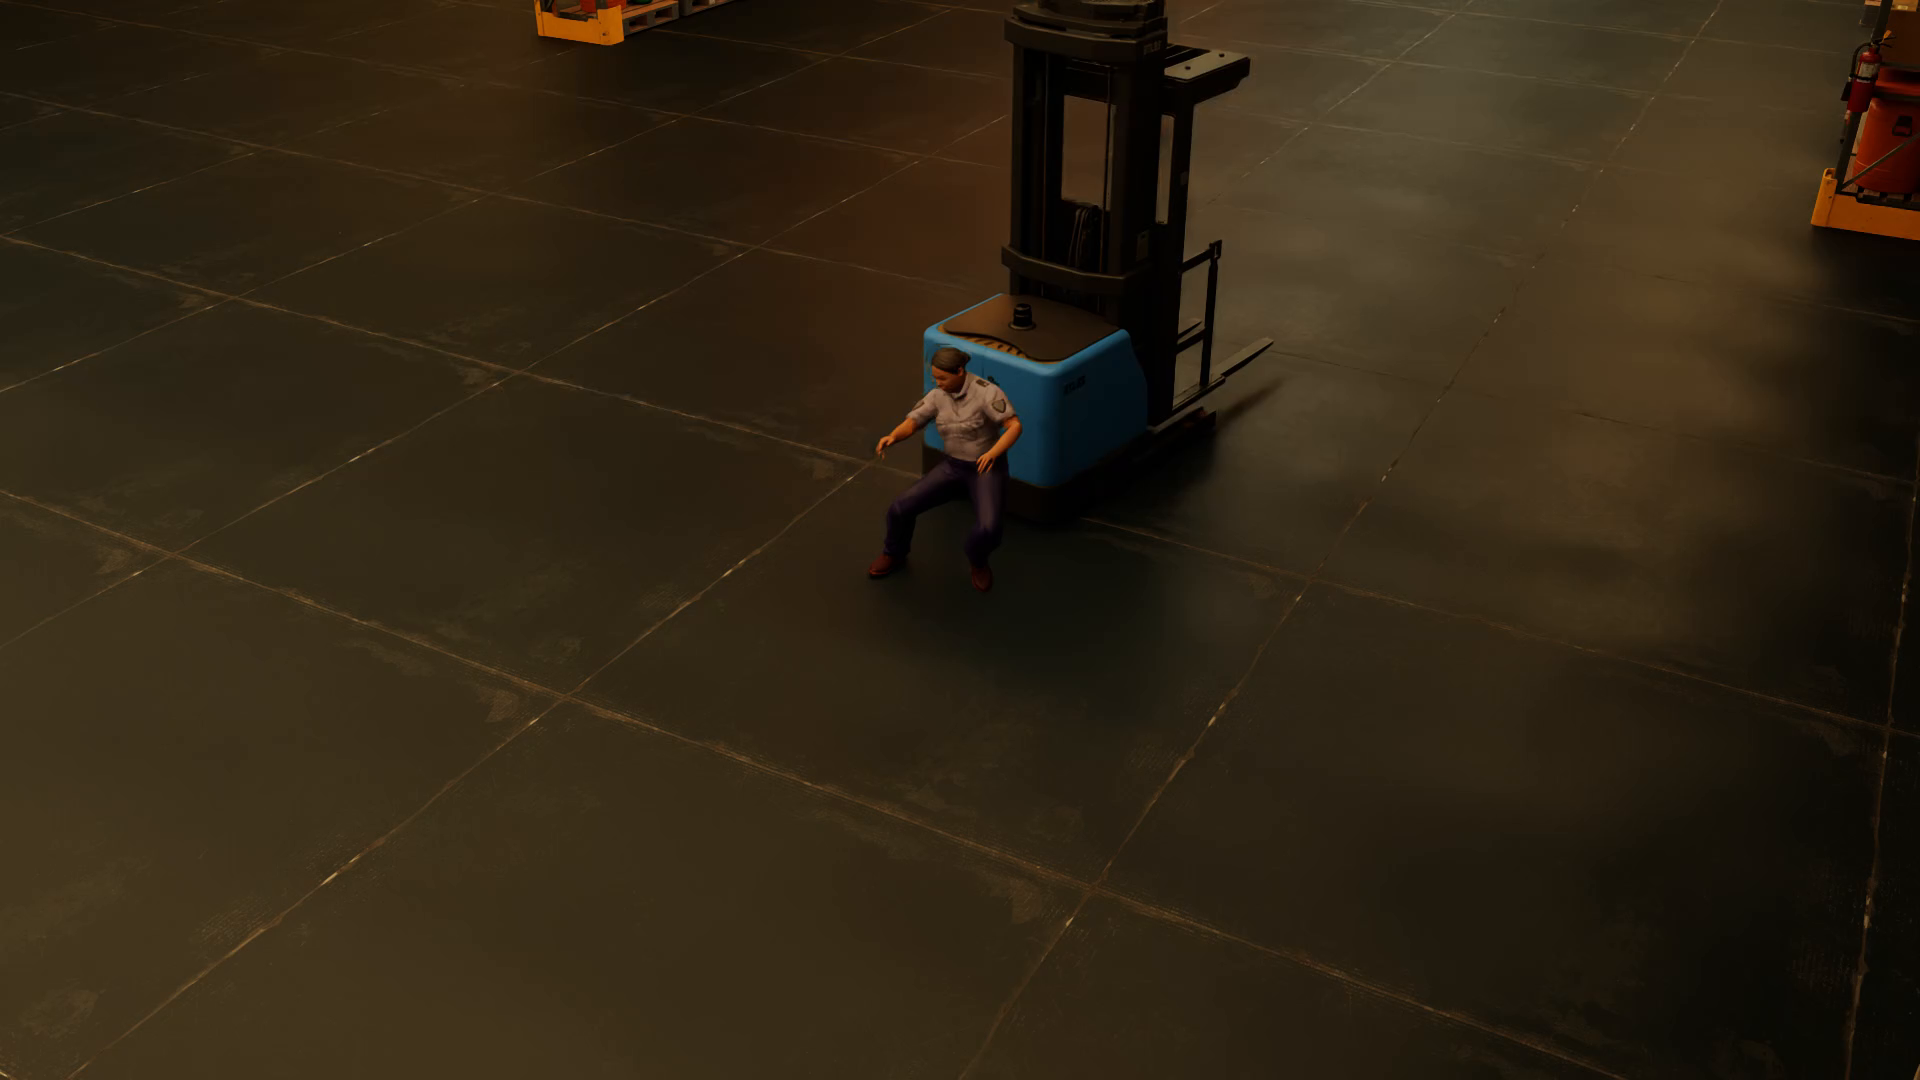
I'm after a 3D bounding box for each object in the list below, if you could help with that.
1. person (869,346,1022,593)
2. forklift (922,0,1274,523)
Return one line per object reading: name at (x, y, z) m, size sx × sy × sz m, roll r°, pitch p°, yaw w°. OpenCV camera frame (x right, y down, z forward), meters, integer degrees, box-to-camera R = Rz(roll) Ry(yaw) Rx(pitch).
person at (-0.089, -0.353, 9.194) m, size 0.909 × 1.413 × 0.740 m, roll 21°, pitch 36°, yaw 32°
forklift at (1.074, -2.042, 10.609) m, size 1.130 × 2.935 × 3.031 m, roll 22°, pitch 36°, yaw 33°
